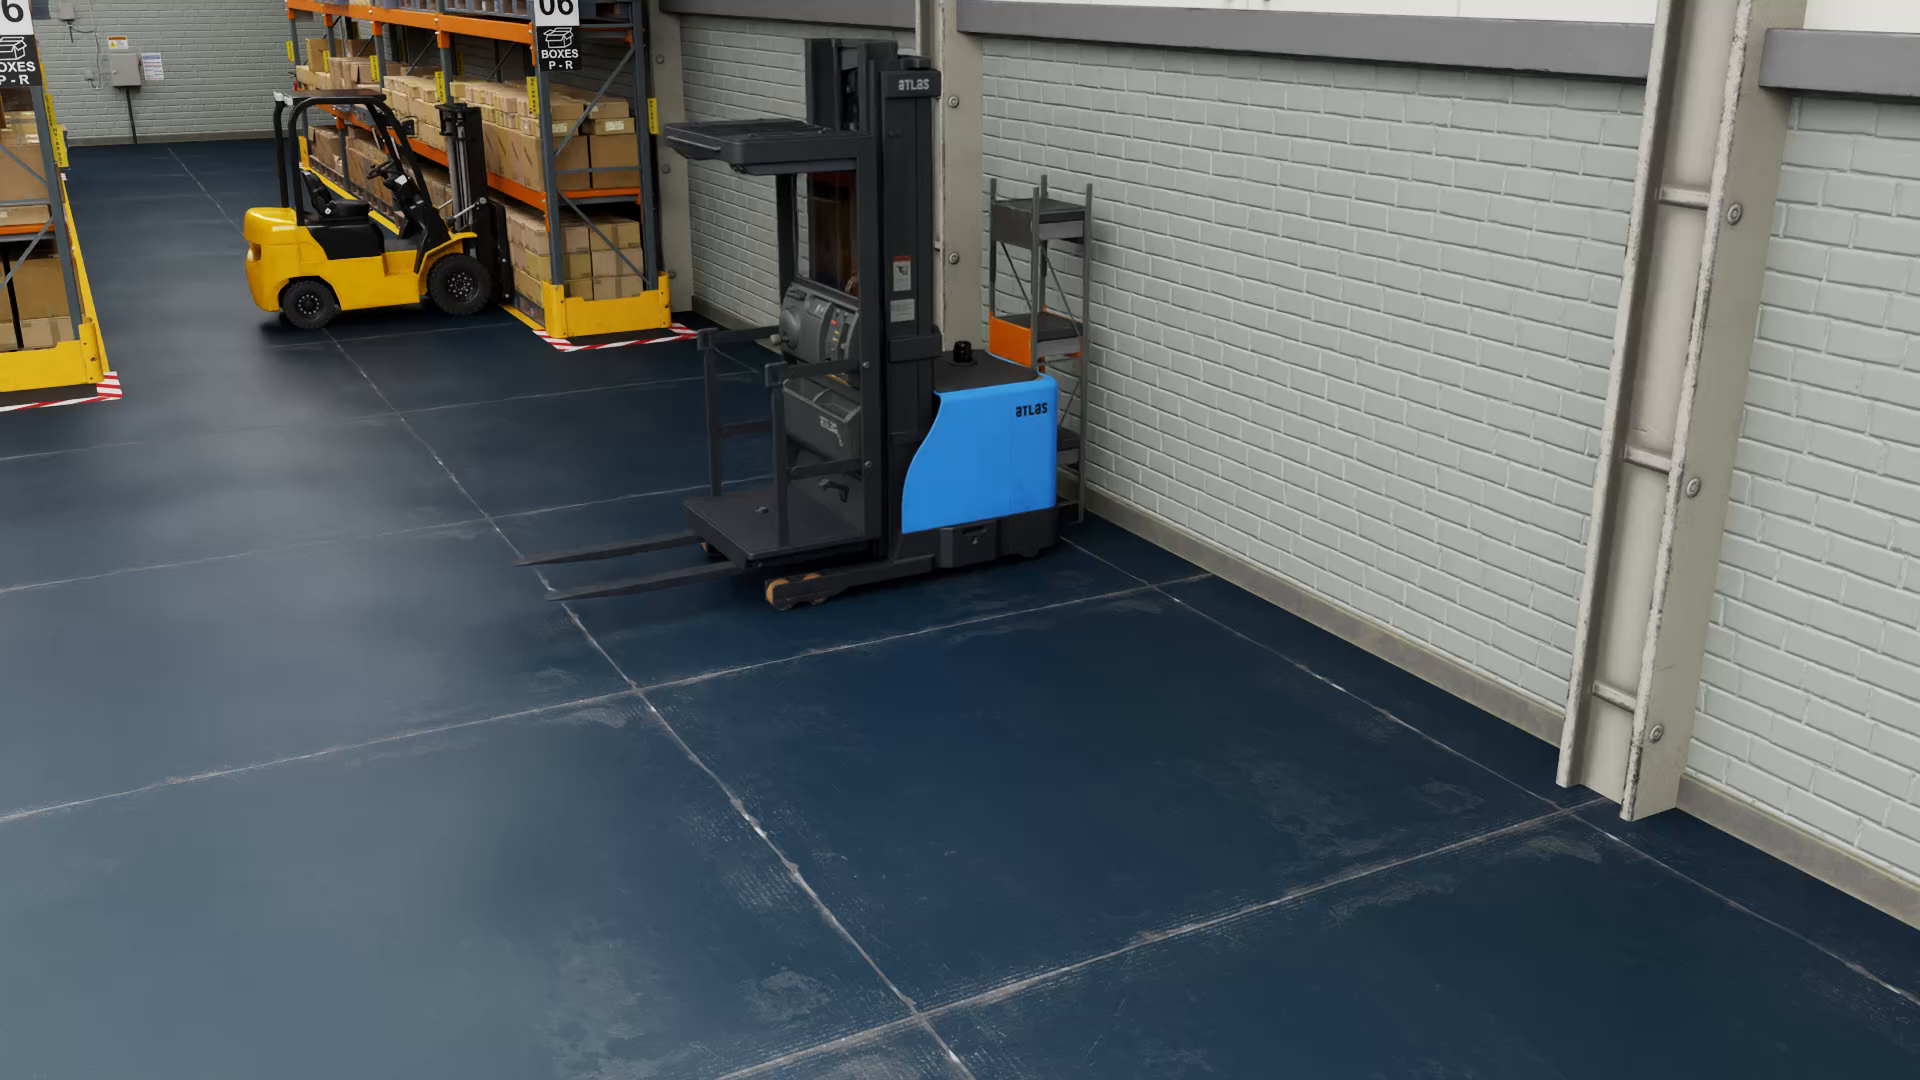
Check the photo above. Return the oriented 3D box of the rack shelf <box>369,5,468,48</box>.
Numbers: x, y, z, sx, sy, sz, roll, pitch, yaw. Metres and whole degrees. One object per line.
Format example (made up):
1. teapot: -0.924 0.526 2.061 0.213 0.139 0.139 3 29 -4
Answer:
1. rack shelf: -6.233 -6.252 20.157 1.077 0.370 4.000 -10 21 -27

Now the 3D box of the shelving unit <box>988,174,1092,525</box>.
1. shelving unit: 0.479 -1.142 10.221 0.431 2.100 0.503 -11 22 -28

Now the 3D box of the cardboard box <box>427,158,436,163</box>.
1. cardboard box: -7.156 -5.270 23.000 0.380 0.149 0.250 -9 21 -24

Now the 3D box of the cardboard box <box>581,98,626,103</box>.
1. cardboard box: -3.426 -4.162 15.991 0.380 0.149 0.250 -9 21 -25

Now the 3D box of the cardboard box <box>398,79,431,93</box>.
1. cardboard box: -6.883 -5.746 21.037 0.380 0.149 0.250 -10 21 -26

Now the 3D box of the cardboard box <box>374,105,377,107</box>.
1. cardboard box: -7.832 -5.958 22.539 0.380 0.149 0.250 -10 21 -26

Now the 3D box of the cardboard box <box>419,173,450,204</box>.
1. cardboard box: -6.261 -4.264 20.886 0.875 0.625 0.625 -11 22 -29

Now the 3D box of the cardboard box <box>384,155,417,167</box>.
1. cardboard box: -7.640 -5.175 22.723 0.380 0.149 0.250 -11 22 -29

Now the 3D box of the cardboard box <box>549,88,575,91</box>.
1. cardboard box: -4.193 -4.600 17.260 0.380 0.149 0.250 -9 21 -25

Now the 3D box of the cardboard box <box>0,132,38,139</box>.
1. cardboard box: -7.980 -3.197 14.189 0.500 0.500 0.500 -9 21 -25

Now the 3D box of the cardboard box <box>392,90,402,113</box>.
1. cardboard box: -6.950 -5.605 21.240 0.500 0.250 0.500 -9 21 -25

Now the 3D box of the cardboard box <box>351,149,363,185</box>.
1. cardboard box: -8.789 -5.589 24.917 0.500 0.500 0.500 -10 22 -27

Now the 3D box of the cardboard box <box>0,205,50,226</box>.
1. cardboard box: -7.729 -2.693 13.722 0.380 0.149 0.250 -10 21 -26

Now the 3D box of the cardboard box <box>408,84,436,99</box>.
1. cardboard box: -6.468 -5.444 20.163 0.380 0.149 0.250 -11 22 -28

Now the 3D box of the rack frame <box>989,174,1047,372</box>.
1. rack frame: 0.357 -1.211 10.421 0.400 2.100 0.015 -11 22 -28

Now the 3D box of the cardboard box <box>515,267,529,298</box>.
1. cardboard box: -4.113 -2.581 16.584 0.500 0.250 0.500 -10 21 -27

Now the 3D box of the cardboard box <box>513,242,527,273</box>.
1. cardboard box: -4.119 -2.824 16.522 0.500 0.250 0.500 -10 22 -27

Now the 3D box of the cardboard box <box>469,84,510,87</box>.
1. cardboard box: -5.060 -4.825 17.911 0.380 0.149 0.250 -10 22 -28

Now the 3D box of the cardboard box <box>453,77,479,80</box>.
1. cardboard box: -6.380 -5.839 21.307 0.380 0.149 0.250 -10 22 -28

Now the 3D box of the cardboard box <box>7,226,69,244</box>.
1. cardboard box: -8.646 -2.663 15.673 0.500 0.500 0.500 -9 21 -24

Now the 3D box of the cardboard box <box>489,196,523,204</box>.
1. cardboard box: -4.849 -3.495 17.700 0.500 0.250 0.500 -9 21 -25

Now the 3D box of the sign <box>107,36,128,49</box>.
1. sign: -16.275 -9.615 32.132 0.339 0.242 0.001 -10 21 -27

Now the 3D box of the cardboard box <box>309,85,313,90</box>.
1. cardboard box: -10.499 -7.412 27.398 0.380 0.149 0.250 -11 22 -28

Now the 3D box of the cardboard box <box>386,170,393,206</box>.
1. cardboard box: -7.572 -4.854 22.787 0.500 0.500 0.500 -9 21 -25

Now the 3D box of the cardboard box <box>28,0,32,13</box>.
1. cardboard box: -7.755 -4.355 13.330 0.500 0.250 0.500 -10 22 -28

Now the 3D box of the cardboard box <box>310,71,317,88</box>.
1. cardboard box: -10.258 -7.510 27.070 0.500 0.250 0.500 -11 22 -28

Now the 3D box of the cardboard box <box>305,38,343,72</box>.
1. cardboard box: -10.290 -7.867 26.955 0.500 0.500 0.500 -9 21 -25

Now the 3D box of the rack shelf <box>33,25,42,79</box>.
1. rack shelf: -8.700 -4.334 14.598 1.077 0.370 4.000 -10 21 -27

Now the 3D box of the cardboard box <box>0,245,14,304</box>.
1. cardboard box: -8.611 -2.274 14.546 0.500 0.500 0.500 -9 21 -25

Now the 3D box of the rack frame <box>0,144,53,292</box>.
1. rack frame: -7.747 -2.683 13.307 0.949 2.616 0.053 -10 21 -27

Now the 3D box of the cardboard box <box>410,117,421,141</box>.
1. cardboard box: -6.457 -5.071 20.460 0.500 0.250 0.500 -9 21 -25

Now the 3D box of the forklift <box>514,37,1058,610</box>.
1. forklift: -0.961 -1.201 9.119 3.031 2.935 1.130 -10 22 -27

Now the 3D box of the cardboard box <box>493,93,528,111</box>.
1. cardboard box: -4.433 -4.368 16.587 0.380 0.149 0.250 -10 21 -26

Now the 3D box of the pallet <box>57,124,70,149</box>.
1. pallet: -11.117 -4.700 19.448 1.213 0.211 1.003 -10 21 -27

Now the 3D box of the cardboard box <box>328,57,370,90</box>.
1. cardboard box: -9.049 -6.969 24.933 0.700 0.500 0.500 -9 21 -25

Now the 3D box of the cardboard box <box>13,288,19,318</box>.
1. cardboard box: -9.089 -2.215 15.522 0.500 0.250 0.500 -10 22 -27

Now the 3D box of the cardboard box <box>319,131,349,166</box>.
1. cardboard box: -10.240 -6.453 27.422 0.500 0.500 0.500 -10 21 -26

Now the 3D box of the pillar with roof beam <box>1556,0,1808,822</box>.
1. pillar with roof beam: -1.011 -2.516 3.627 9.100 9.000 0.400 -10 21 -27

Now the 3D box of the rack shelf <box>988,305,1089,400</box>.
1. rack shelf: 0.479 -1.129 10.226 0.431 0.518 0.480 -11 22 -28

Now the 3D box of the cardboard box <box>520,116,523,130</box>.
1. cardboard box: -4.012 -4.015 16.020 0.380 0.149 0.250 -10 21 -26

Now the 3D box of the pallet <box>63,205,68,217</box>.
1. pallet: -12.432 -4.248 22.120 1.003 0.211 1.213 -10 21 -27

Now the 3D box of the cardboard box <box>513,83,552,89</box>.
1. cardboard box: -4.645 -4.898 18.123 0.380 0.149 0.250 -10 22 -27

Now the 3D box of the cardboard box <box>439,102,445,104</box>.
1. cardboard box: -5.779 -5.089 19.134 0.380 0.149 0.250 -10 22 -27

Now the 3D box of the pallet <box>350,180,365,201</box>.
1. pallet: -8.662 -5.351 25.315 1.003 0.211 1.213 -10 21 -27

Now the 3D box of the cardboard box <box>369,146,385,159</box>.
1. cardboard box: -8.245 -5.560 23.839 0.380 0.149 0.250 -11 22 -29

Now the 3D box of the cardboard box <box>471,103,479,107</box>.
1. cardboard box: -4.915 -4.520 17.483 0.380 0.149 0.250 -10 22 -27

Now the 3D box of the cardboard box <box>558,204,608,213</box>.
1. cardboard box: -3.914 -3.279 17.074 0.500 0.250 0.500 -10 21 -27

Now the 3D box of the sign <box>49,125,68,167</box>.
1. sign: -7.273 -3.176 13.408 0.100 0.325 0.005 -10 21 -27

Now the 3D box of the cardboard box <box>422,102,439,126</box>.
1. cardboard box: -5.992 -5.014 19.526 0.500 0.250 0.500 -11 22 -28

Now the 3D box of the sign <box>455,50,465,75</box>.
1. sign: -6.696 -6.383 22.256 0.100 0.325 0.005 -10 21 -27

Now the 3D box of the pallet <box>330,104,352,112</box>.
1. pallet: -8.799 -6.560 24.838 1.003 0.211 1.213 -10 21 -27

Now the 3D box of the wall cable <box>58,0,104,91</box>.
1. wall cable: -16.803 -9.594 31.778 0.588 1.984 0.122 -10 21 -27

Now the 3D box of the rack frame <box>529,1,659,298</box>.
1. rack frame: -3.384 -3.452 15.537 1.000 3.000 0.127 -10 21 -27
